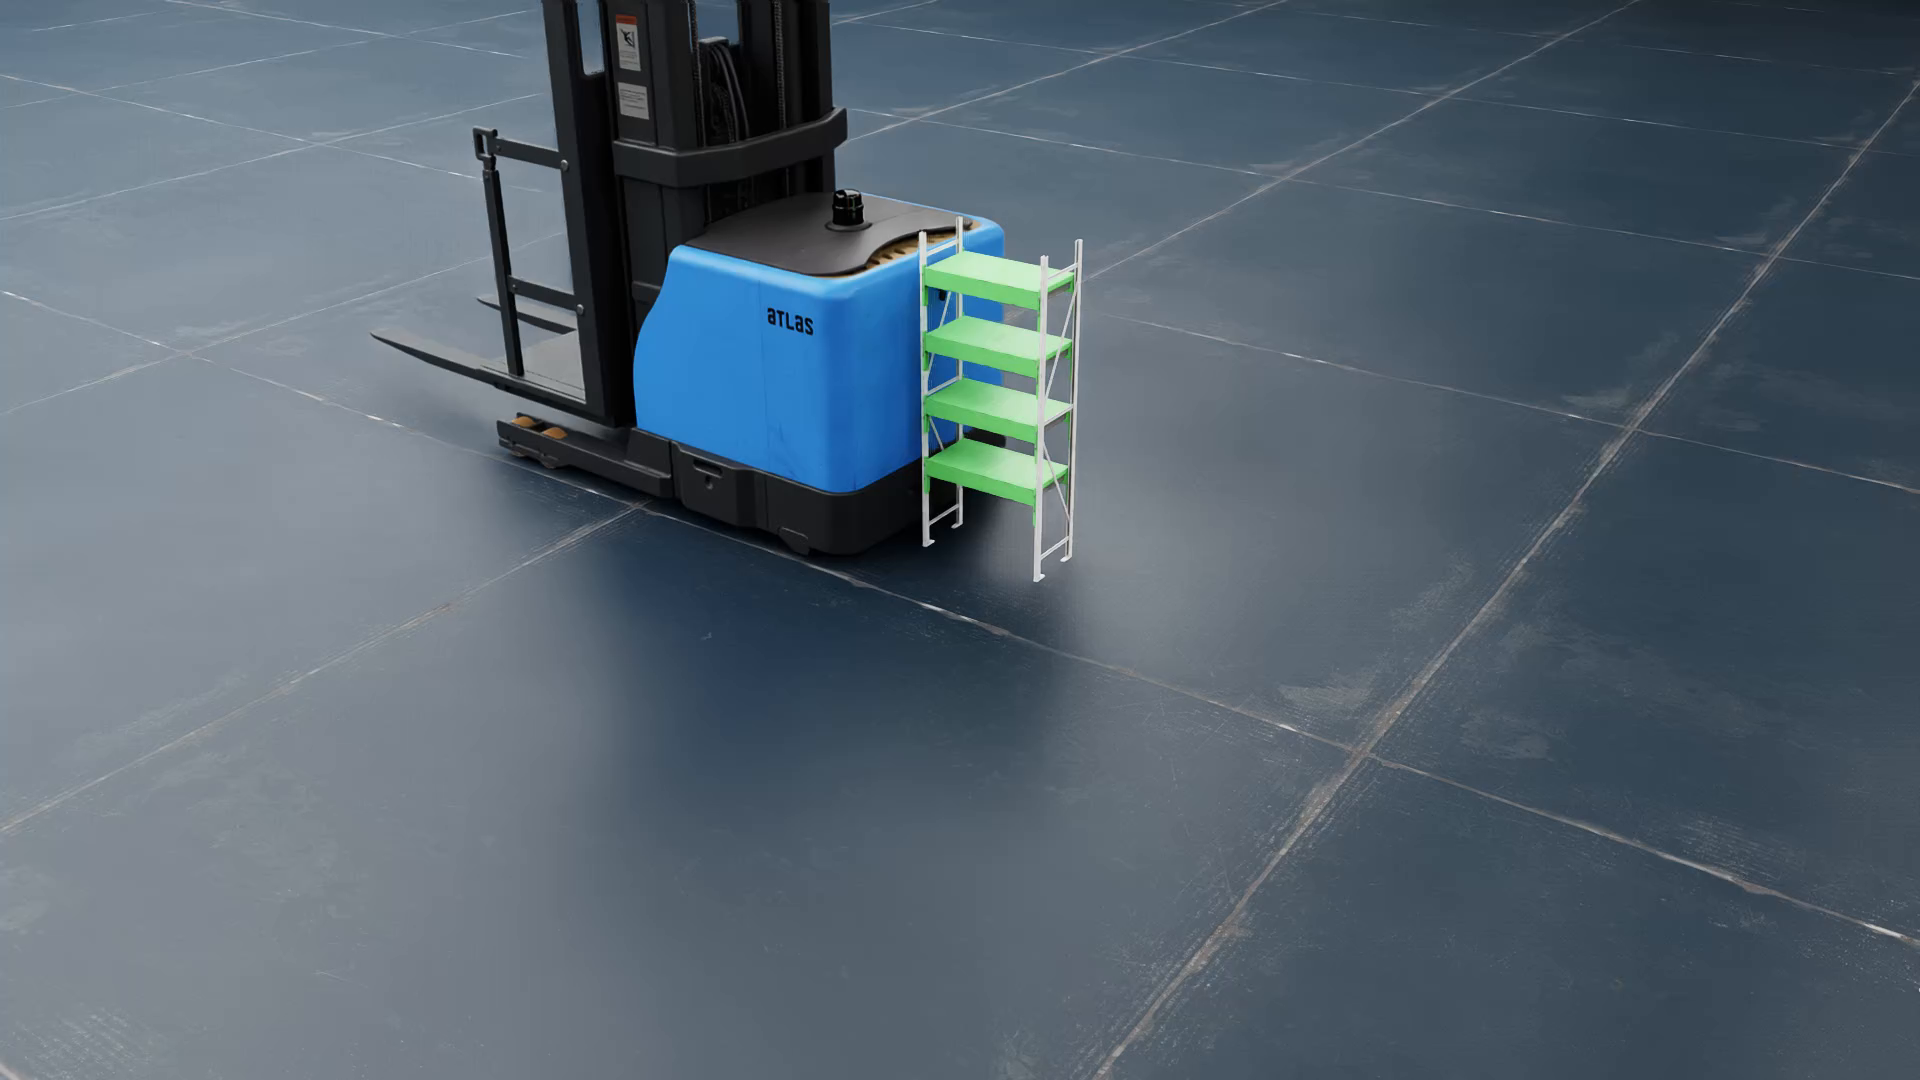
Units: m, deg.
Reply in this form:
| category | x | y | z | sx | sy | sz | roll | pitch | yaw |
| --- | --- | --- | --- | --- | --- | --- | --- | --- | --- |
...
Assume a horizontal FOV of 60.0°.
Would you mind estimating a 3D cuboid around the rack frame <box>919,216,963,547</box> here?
| category | x | y | z | sx | sy | sz | roll | pitch | yaw |
| --- | --- | --- | --- | --- | --- | --- | --- | --- | --- |
| rack frame | -0.065 | -0.555 | 6.017 | 0.015 | 1.200 | 0.240 | 17 | 32 | 30 |

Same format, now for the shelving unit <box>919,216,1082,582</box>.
| category | x | y | z | sx | sy | sz | roll | pitch | yaw |
| --- | --- | --- | --- | --- | --- | --- | --- | --- | --- |
| shelving unit | 0.136 | -0.492 | 5.894 | 0.503 | 1.200 | 0.258 | 17 | 32 | 30 |

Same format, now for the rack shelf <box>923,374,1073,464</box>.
| category | x | y | z | sx | sy | sz | roll | pitch | yaw |
| --- | --- | --- | --- | --- | --- | --- | --- | --- | --- |
| rack shelf | 0.136 | -0.435 | 5.923 | 0.480 | 0.148 | 0.258 | 17 | 32 | 30 |

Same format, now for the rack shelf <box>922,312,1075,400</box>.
| category | x | y | z | sx | sy | sz | roll | pitch | yaw |
| --- | --- | --- | --- | --- | --- | --- | --- | --- | --- |
| rack shelf | 0.136 | -0.649 | 5.814 | 0.480 | 0.148 | 0.258 | 17 | 32 | 30 |

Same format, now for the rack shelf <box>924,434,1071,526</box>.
| category | x | y | z | sx | sy | sz | roll | pitch | yaw |
| --- | --- | --- | --- | --- | --- | --- | --- | --- | --- |
| rack shelf | 0.136 | -0.221 | 6.032 | 0.480 | 0.148 | 0.258 | 17 | 32 | 30 |

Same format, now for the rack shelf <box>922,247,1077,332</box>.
| category | x | y | z | sx | sy | sz | roll | pitch | yaw |
| --- | --- | --- | --- | --- | --- | --- | --- | --- | --- |
| rack shelf | 0.136 | -0.863 | 5.706 | 0.480 | 0.148 | 0.258 | 17 | 32 | 30 |

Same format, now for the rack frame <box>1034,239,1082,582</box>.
| category | x | y | z | sx | sy | sz | roll | pitch | yaw |
| --- | --- | --- | --- | --- | --- | --- | --- | --- | --- |
| rack frame | 0.338 | -0.430 | 5.771 | 0.015 | 1.200 | 0.240 | 17 | 32 | 30 |

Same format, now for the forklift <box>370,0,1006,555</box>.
| category | x | y | z | sx | sy | sz | roll | pitch | yaw |
| --- | --- | --- | --- | --- | --- | --- | --- | --- | --- |
| forklift | -1.301 | -1.771 | 6.498 | 3.031 | 2.935 | 1.130 | 19 | 32 | 32 |
